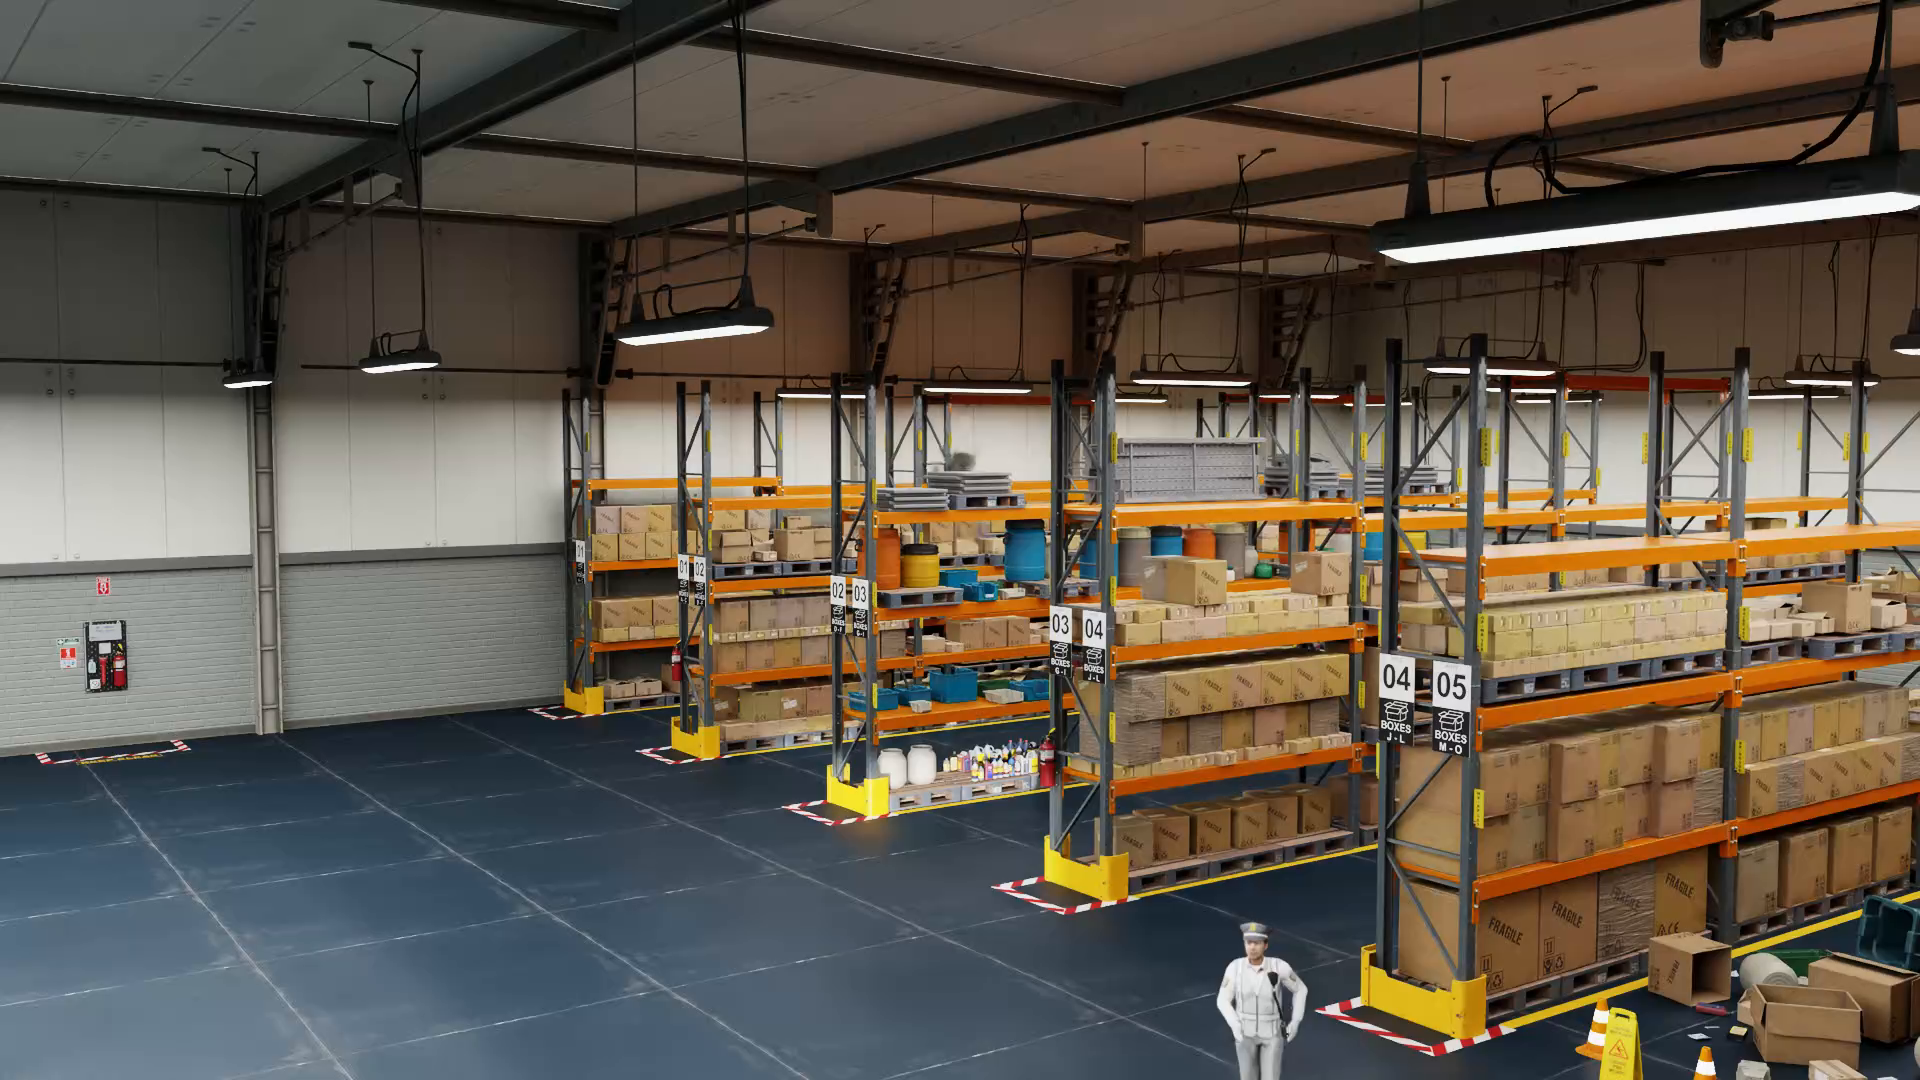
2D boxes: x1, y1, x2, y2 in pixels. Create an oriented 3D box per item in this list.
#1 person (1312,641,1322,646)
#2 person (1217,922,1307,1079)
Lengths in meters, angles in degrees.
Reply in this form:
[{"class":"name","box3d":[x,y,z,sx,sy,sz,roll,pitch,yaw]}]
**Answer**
[{"class":"person","box3d":[6.961,2.224,32.006,0.648,1.837,0.923,4,5,44]},{"class":"person","box3d":[2.155,3.564,11.949,0.629,1.656,0.575,1,4,16]}]
